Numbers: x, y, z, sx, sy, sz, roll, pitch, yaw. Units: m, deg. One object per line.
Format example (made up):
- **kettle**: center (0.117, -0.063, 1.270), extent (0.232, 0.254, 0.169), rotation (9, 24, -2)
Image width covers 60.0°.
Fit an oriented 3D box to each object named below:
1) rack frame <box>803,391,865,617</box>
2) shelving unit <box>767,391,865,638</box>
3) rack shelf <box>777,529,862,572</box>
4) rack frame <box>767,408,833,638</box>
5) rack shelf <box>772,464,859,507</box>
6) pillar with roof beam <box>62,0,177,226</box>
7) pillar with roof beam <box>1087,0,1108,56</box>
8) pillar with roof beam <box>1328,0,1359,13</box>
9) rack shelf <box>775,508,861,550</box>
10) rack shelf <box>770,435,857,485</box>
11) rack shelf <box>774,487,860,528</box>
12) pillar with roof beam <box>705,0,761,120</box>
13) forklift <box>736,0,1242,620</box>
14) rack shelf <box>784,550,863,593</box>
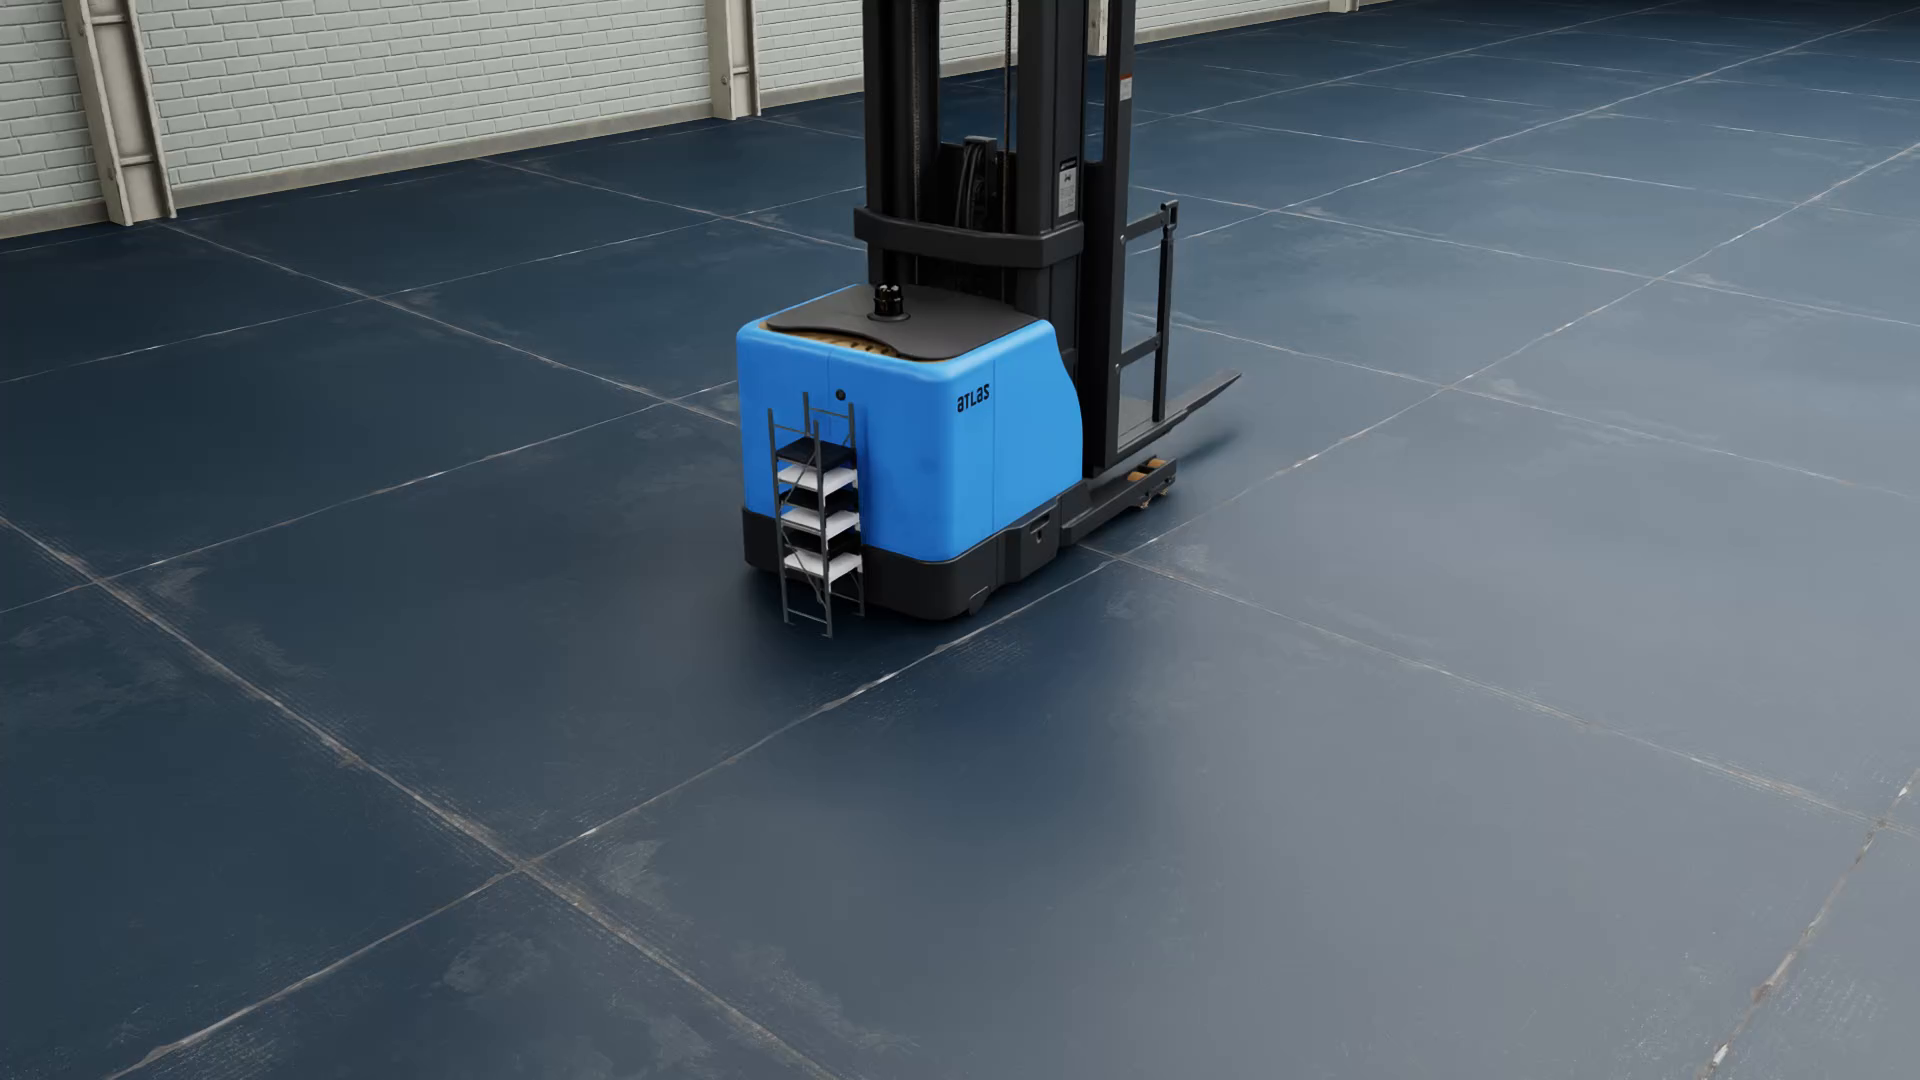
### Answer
- **rack frame**: center (-0.484, -0.130, 6.419), extent (0.240, 0.900, 0.006), rotation (16, 31, 32)
- **shelving unit**: center (-0.542, -0.092, 6.345), extent (0.258, 0.900, 0.210), rotation (16, 31, 32)
- **rack shelf**: center (-0.540, 0.019, 6.399), extent (0.258, 0.077, 0.200), rotation (16, 31, 32)
- **rack frame**: center (-0.601, -0.054, 6.271), extent (0.240, 0.900, 0.006), rotation (16, 31, 32)
- **rack shelf**: center (-0.546, -0.224, 6.281), extent (0.258, 0.077, 0.200), rotation (16, 31, 32)
- **pillar with roof beam**: center (-3.058, -5.396, 8.285), extent (9.100, 9.000, 0.400), rotation (20, 31, 38)
- **pillar with roof beam**: center (4.951, -9.052, 16.439), extent (9.100, 9.000, 0.400), rotation (20, 31, 38)
- **pillar with roof beam**: center (8.955, -10.880, 20.517), extent (9.100, 9.000, 0.400), rotation (20, 31, 38)
- **rack shelf**: center (-0.542, -0.062, 6.360), extent (0.258, 0.077, 0.200), rotation (16, 31, 32)
- **rack shelf**: center (-0.548, -0.304, 6.241), extent (0.258, 0.077, 0.200), rotation (16, 31, 32)
- **rack shelf**: center (-0.544, -0.143, 6.320), extent (0.258, 0.077, 0.200), rotation (16, 31, 32)
- **pillar with roof beam**: center (0.946, -7.224, 12.362), extent (9.100, 9.000, 0.400), rotation (20, 31, 38)
- **forklift**: center (0.348, -1.580, 7.191), extent (1.130, 2.935, 3.031), rotation (15, 28, 31)
- **rack shelf**: center (-0.538, 0.100, 6.439), extent (0.258, 0.077, 0.200), rotation (16, 31, 32)
